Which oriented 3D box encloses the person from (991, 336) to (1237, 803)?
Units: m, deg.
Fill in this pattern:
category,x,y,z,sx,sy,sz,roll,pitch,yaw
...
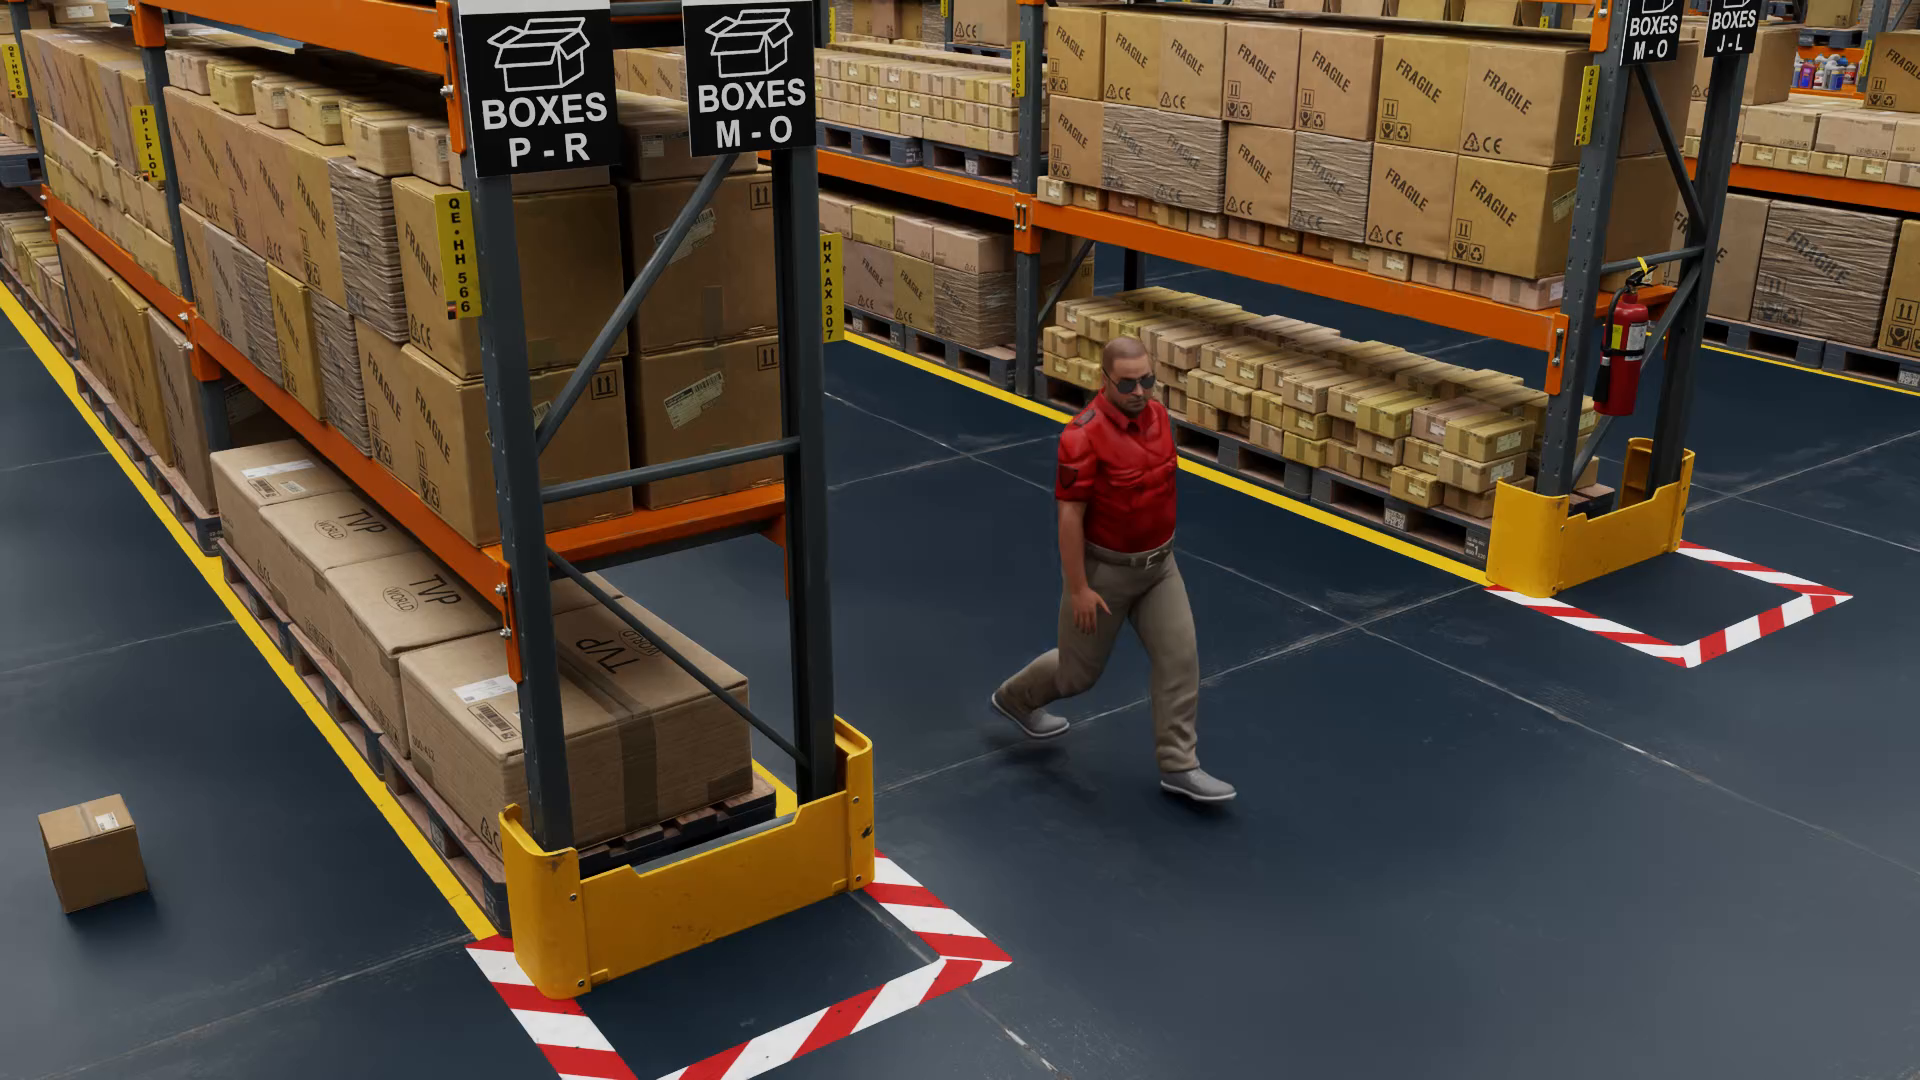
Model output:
category,x,y,z,sx,sy,sz,roll,pitch,yaw
person,0.561,0.088,5.903,0.599,1.683,1.012,-17,27,-37
